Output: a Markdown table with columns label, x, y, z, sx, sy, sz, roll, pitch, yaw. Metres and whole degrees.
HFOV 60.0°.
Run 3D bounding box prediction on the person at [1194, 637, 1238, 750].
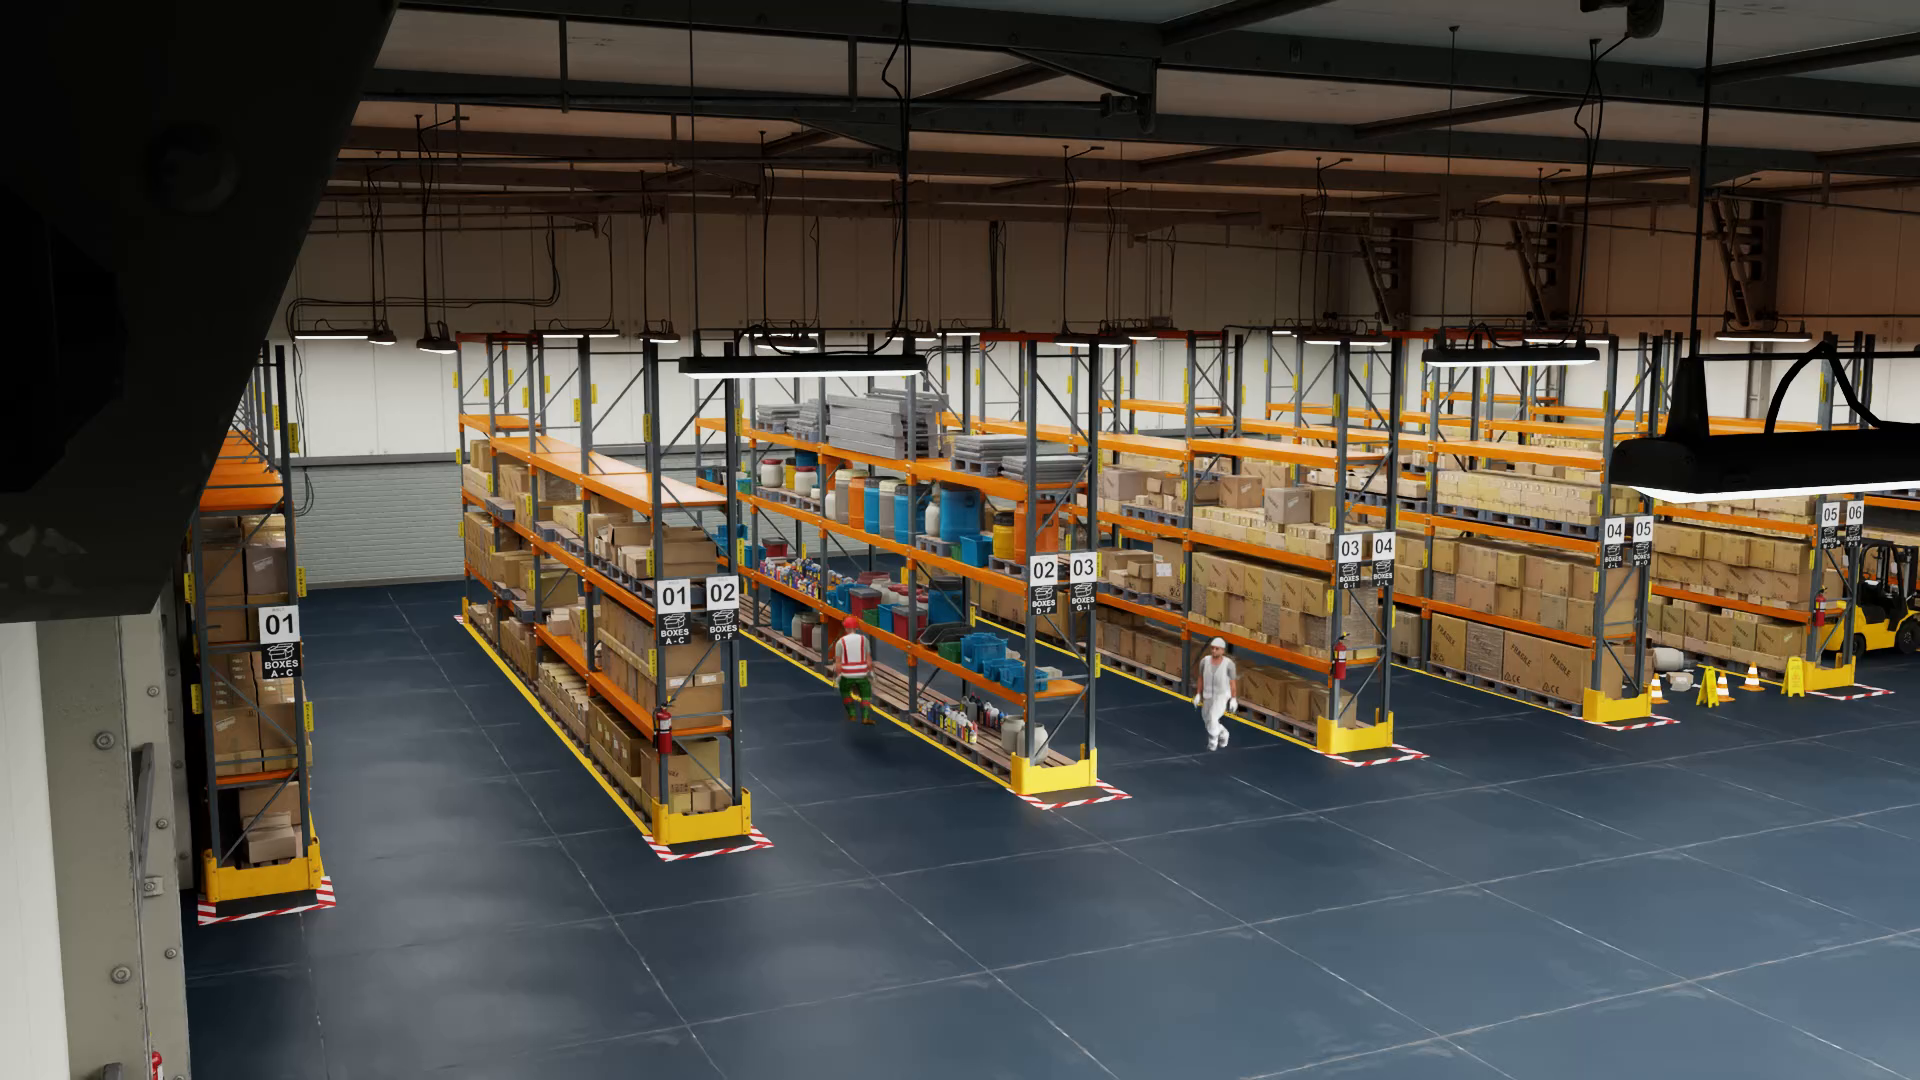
| label | x | y | z | sx | sy | sz | roll | pitch | yaw |
| --- | --- | --- | --- | --- | --- | --- | --- | --- | --- |
| person | 3.624 | 2.174 | 23.455 | 0.584 | 1.656 | 0.970 | 5 | 9 | 31 |

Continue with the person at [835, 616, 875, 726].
| label | x | y | z | sx | sy | sz | roll | pitch | yaw |
| --- | --- | --- | --- | --- | --- | --- | --- | --- | --- |
| person | -1.573 | 1.954 | 24.848 | 0.586 | 1.623 | 0.663 | -2 | 8 | -11 |
